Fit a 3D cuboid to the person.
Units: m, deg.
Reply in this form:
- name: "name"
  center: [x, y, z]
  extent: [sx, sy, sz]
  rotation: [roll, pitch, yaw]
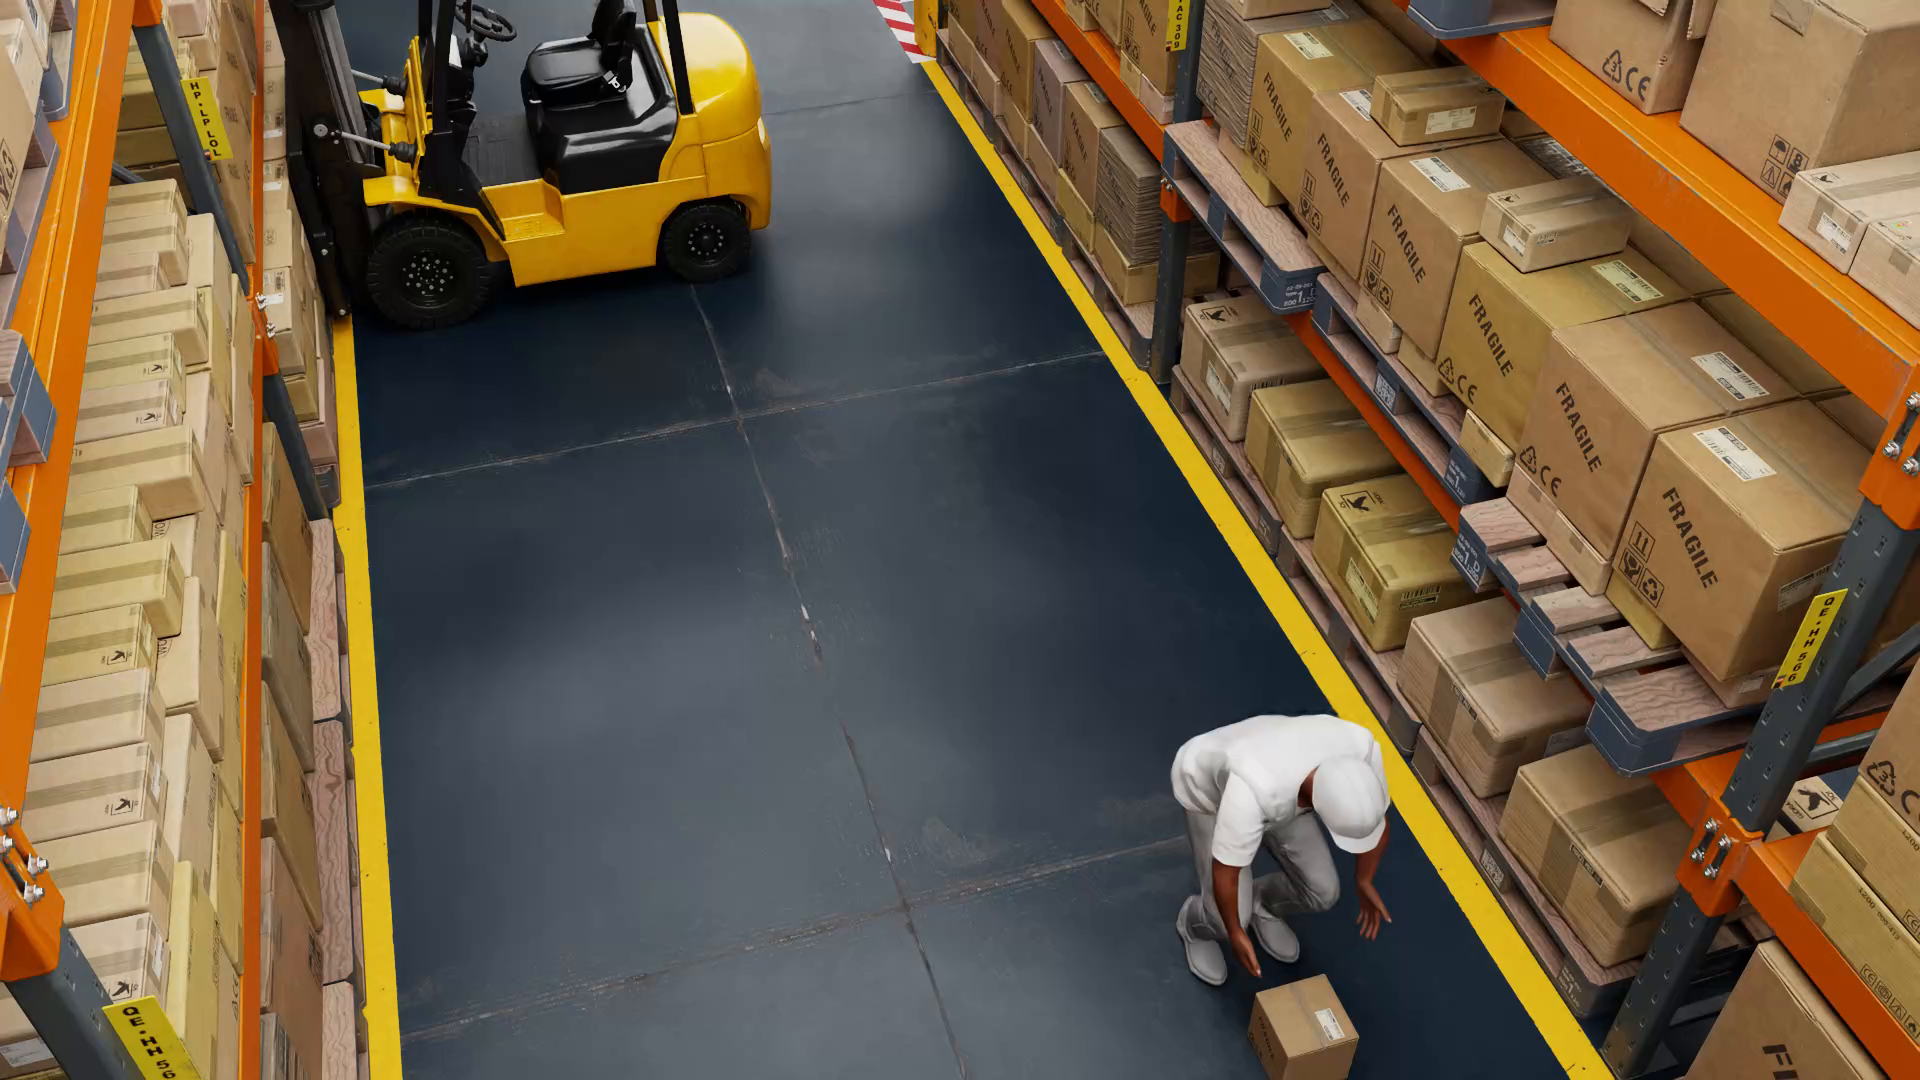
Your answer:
- name: "person"
  center: [1.037, 0.967, 5.408]
  extent: [0.629, 1.313, 0.805]
  rotation: [-13, 44, -14]
